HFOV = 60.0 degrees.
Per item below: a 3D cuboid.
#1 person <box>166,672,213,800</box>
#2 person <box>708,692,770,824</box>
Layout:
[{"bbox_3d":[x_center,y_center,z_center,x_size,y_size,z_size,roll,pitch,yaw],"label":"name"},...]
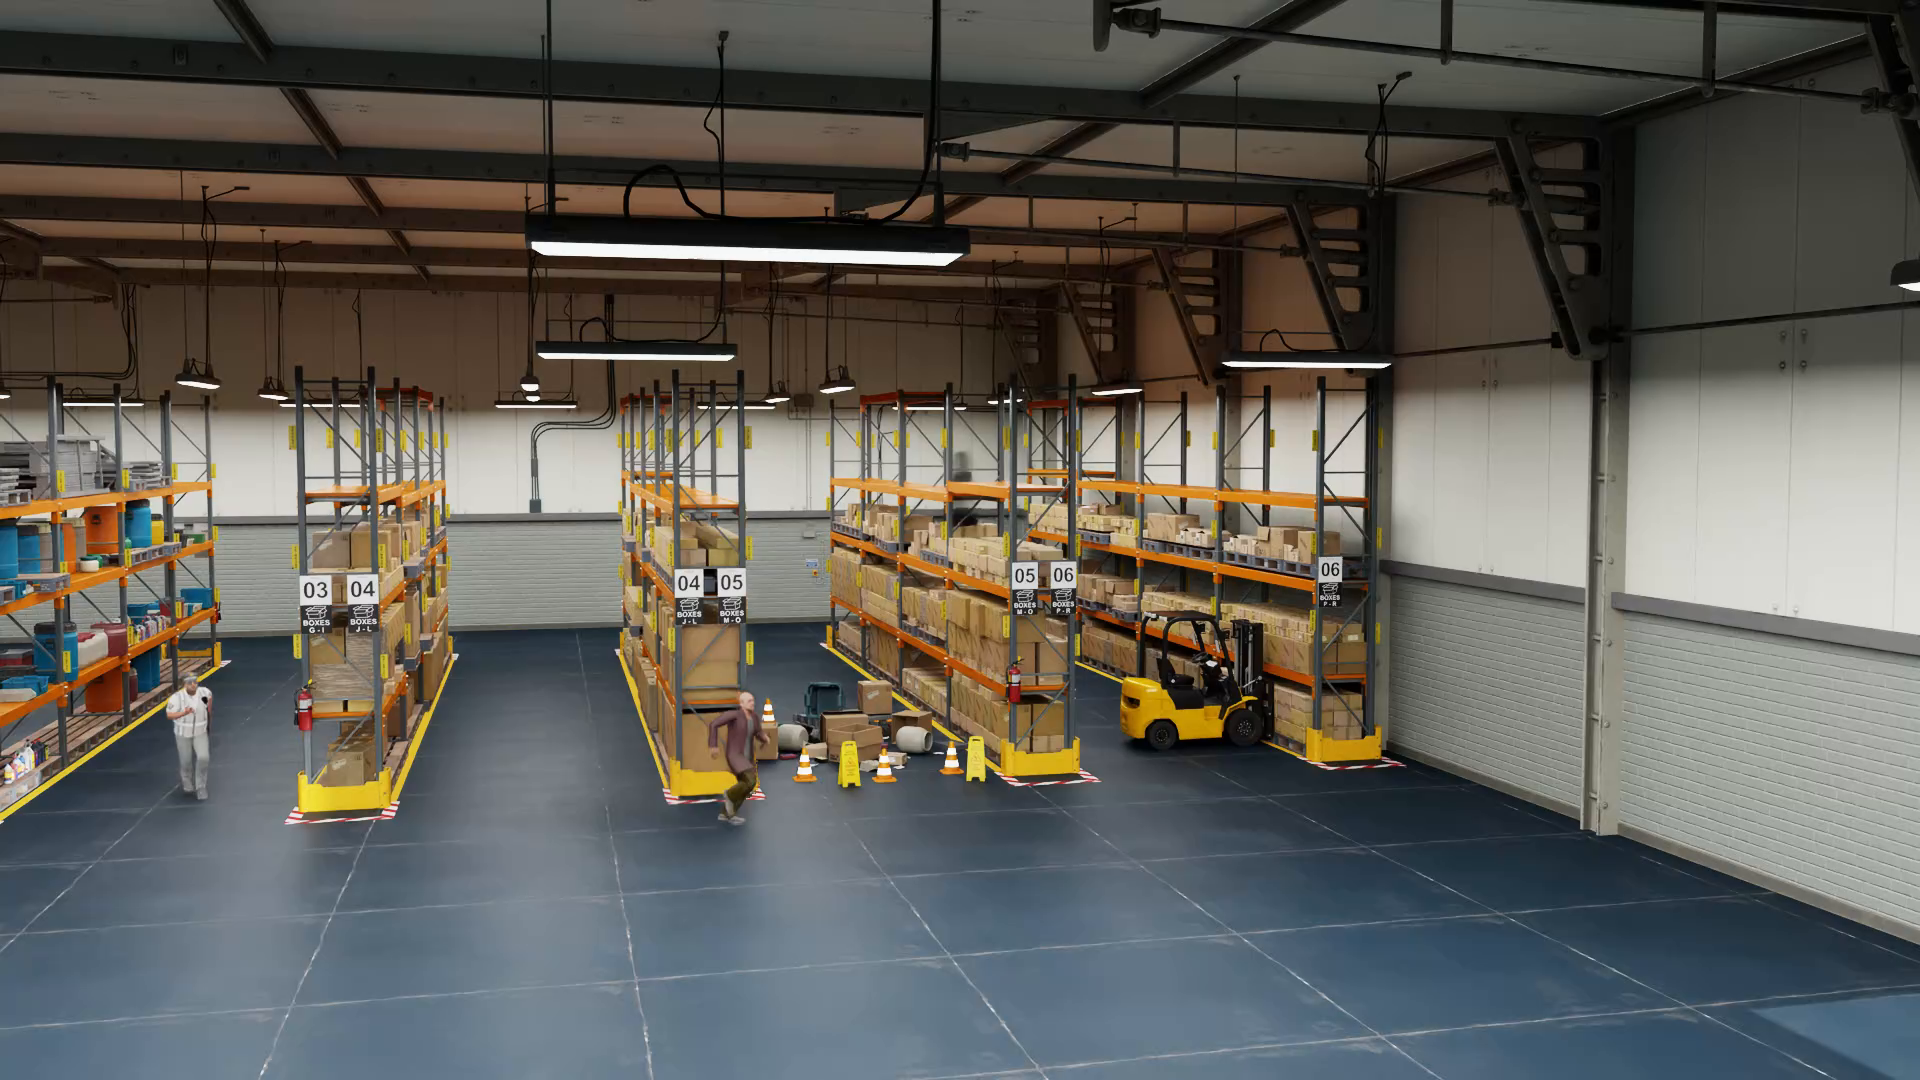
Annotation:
[{"bbox_3d":[-10.805,2.749,23.360,0.640,1.852,0.882,-2,4,-33],"label":"person"},{"bbox_3d":[-2.823,2.845,21.605,0.754,1.729,0.759,2,4,33],"label":"person"}]
